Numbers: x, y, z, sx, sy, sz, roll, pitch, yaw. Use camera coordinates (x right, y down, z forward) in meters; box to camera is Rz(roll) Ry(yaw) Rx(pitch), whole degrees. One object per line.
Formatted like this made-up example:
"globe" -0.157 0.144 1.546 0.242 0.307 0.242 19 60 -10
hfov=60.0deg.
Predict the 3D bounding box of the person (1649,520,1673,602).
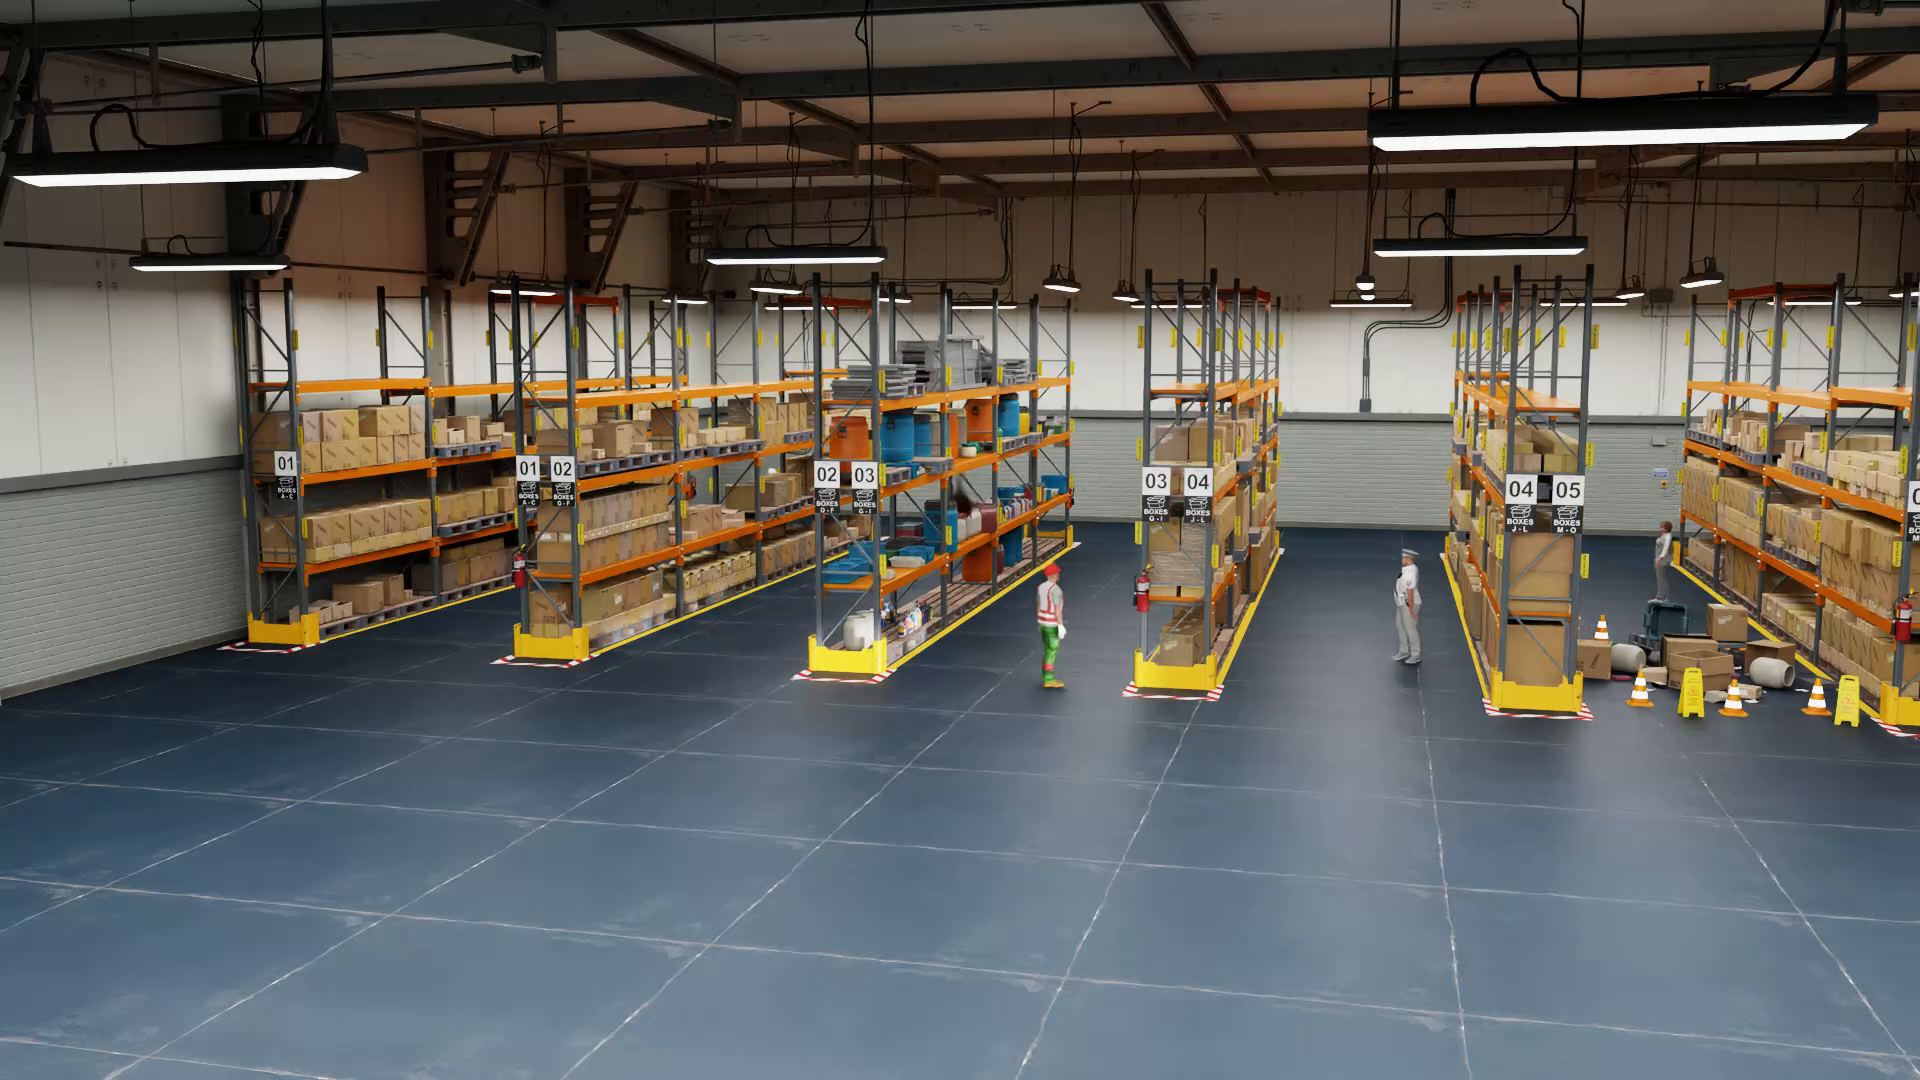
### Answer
"person" 13.337 0.433 31.600 0.387 1.623 0.483 5 8 35

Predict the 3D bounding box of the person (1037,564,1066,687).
"person" 1.376 1.246 24.128 0.466 1.810 0.646 -3 8 -24

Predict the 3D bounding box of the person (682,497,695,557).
"person" -5.949 -0.108 35.856 0.578 1.623 0.882 2 7 15

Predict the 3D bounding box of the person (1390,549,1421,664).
"person" 6.970 1.032 25.961 0.446 1.797 0.689 1 7 6

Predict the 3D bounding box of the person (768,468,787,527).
"person" -4.716 -0.978 42.522 0.937 1.729 0.612 1 7 5
